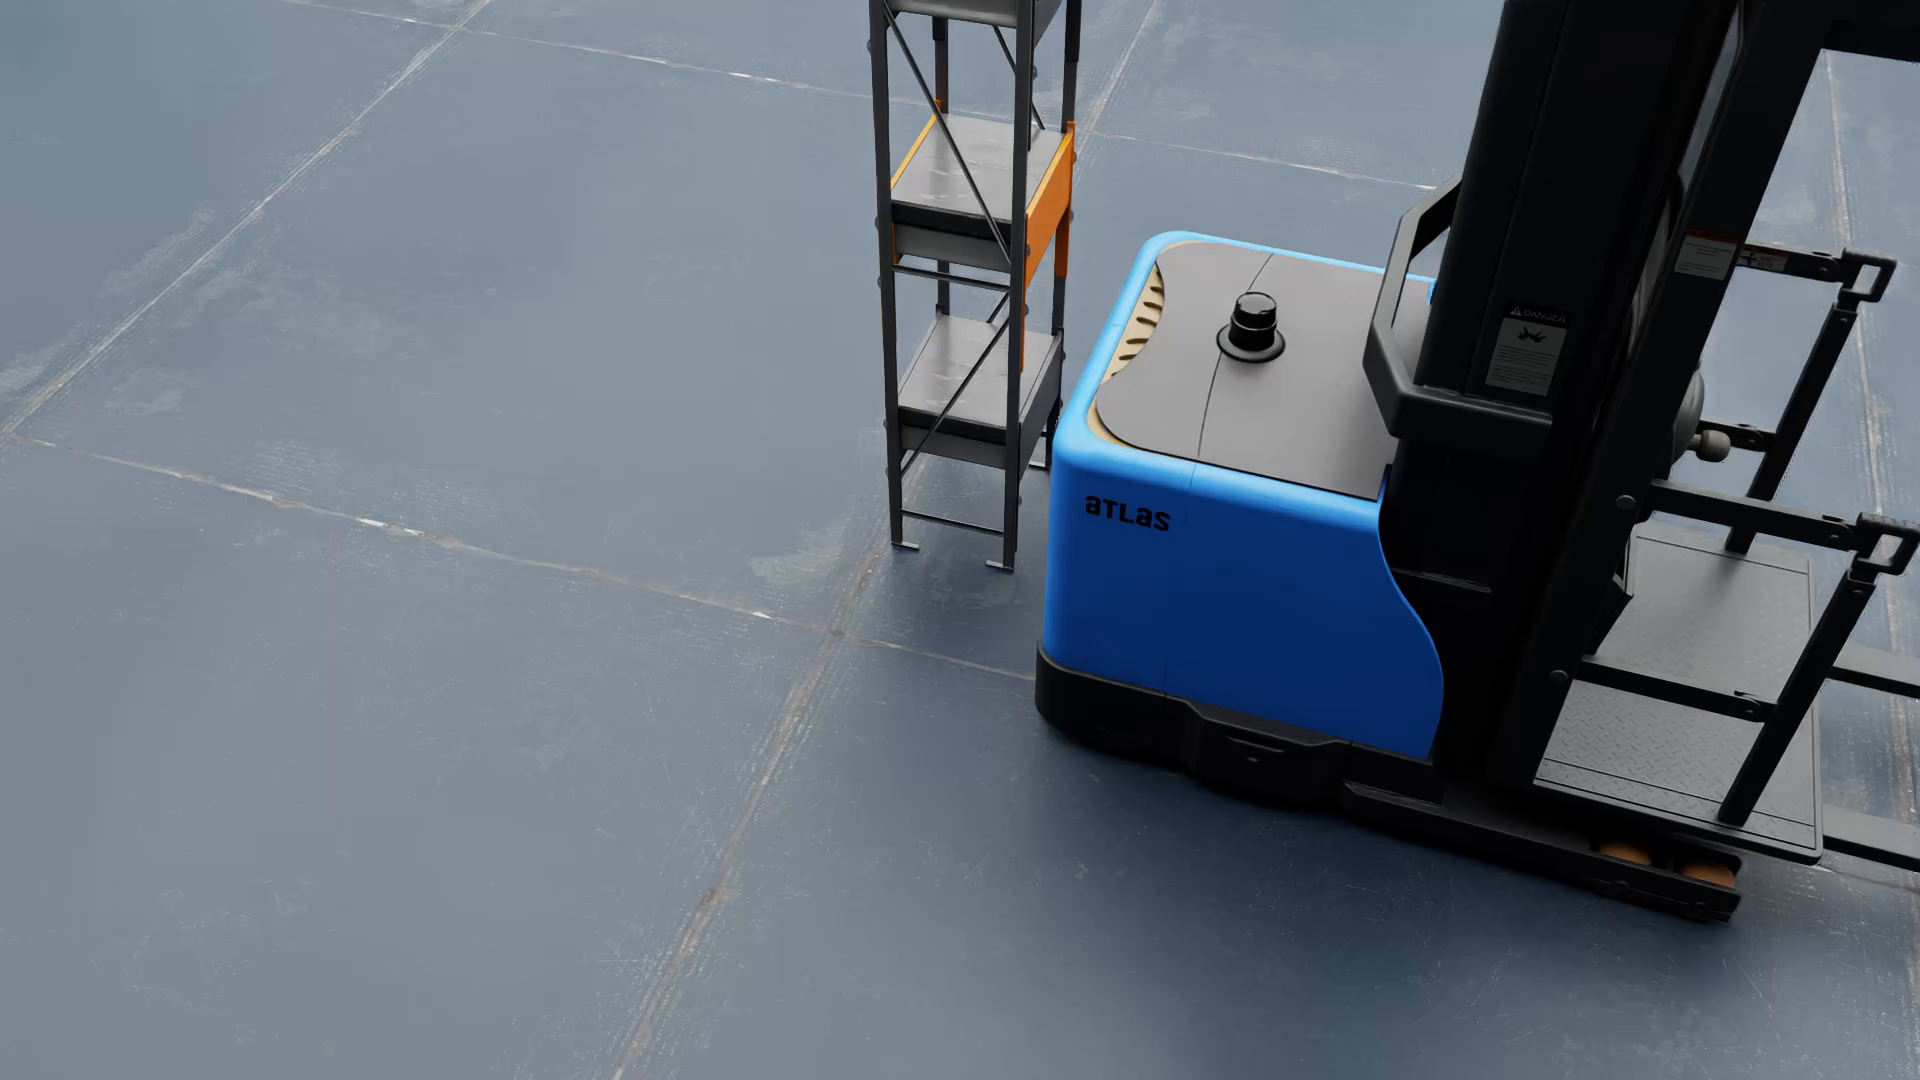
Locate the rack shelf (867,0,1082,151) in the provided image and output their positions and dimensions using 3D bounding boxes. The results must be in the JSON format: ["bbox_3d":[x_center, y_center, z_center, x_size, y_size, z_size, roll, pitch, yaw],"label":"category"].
[{"bbox_3d":[0.050,-1.351,4.148,0.431,0.518,0.480,13,46,12],"label":"rack shelf"}]

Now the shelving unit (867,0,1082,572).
[{"bbox_3d":[0.050,-0.861,4.628,0.431,2.100,0.503,13,46,12],"label":"shelving unit"}]

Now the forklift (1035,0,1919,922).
[{"bbox_3d":[1.784,-0.499,3.664,3.031,2.935,1.130,14,46,14],"label":"forklift"}]

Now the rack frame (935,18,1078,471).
[{"bbox_3d":[0.124,-1.023,4.795,0.400,2.100,0.015,13,46,12],"label":"rack frame"}]

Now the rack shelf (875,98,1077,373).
[{"bbox_3d":[0.050,-0.851,4.638,0.431,0.518,0.480,13,46,12],"label":"rack shelf"}]

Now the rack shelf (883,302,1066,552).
[{"bbox_3d":[0.050,-0.351,5.128,0.431,0.518,0.480,13,46,12],"label":"rack shelf"}]

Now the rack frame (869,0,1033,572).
[{"bbox_3d":[-0.024,-0.698,4.462,0.400,2.100,0.015,13,46,12],"label":"rack frame"}]
